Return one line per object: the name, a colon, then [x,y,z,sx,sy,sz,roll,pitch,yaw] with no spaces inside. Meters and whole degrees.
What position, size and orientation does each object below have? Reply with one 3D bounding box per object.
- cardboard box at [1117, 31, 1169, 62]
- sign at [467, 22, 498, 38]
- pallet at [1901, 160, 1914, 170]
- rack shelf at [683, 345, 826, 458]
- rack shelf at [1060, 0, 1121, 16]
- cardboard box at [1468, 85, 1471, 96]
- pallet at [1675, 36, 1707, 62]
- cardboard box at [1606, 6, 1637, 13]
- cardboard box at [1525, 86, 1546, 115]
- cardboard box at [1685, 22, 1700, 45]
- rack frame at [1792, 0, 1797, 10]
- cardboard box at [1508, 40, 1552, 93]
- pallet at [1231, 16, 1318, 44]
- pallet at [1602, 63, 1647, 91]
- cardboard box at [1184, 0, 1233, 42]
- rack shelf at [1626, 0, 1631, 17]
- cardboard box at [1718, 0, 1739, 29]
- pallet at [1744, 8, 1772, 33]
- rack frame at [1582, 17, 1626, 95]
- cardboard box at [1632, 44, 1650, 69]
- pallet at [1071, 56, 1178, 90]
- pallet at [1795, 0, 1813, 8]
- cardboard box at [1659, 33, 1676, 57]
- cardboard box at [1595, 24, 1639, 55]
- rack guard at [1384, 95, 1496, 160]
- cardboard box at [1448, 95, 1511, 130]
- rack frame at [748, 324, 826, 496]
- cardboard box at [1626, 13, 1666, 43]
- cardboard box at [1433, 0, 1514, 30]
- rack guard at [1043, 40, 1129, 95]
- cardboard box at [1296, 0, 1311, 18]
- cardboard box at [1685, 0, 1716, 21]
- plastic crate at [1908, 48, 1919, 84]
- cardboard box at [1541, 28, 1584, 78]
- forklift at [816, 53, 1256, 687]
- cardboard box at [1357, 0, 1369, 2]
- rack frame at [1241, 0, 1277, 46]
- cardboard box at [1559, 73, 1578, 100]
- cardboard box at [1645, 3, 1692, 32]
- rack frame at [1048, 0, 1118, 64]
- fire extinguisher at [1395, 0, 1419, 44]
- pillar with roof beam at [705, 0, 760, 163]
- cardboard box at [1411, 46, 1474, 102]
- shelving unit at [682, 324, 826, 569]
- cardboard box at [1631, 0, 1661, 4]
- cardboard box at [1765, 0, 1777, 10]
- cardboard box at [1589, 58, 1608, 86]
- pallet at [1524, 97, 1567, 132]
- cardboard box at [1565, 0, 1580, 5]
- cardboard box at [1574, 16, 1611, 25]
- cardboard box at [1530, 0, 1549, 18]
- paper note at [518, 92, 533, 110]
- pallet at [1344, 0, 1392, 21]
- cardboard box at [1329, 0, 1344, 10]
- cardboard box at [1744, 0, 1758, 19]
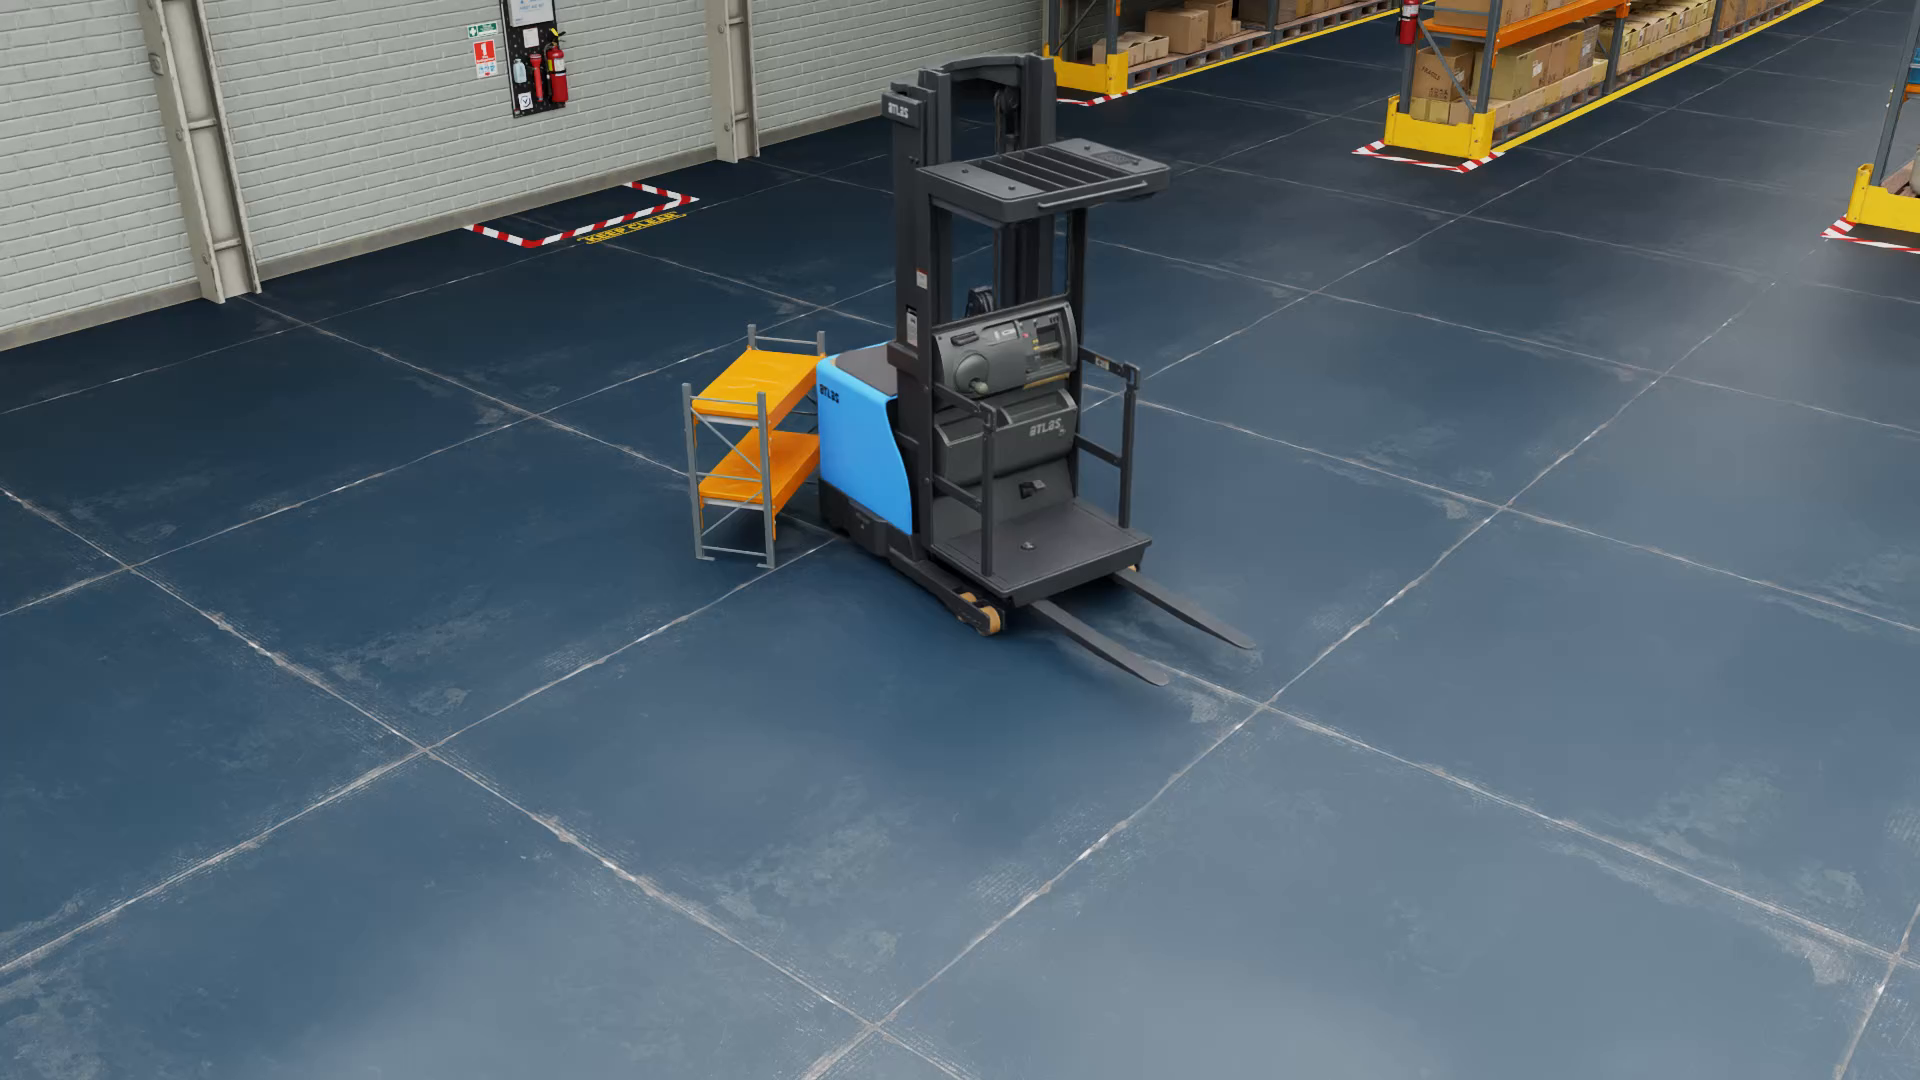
cardboard box: [2.442,-6.630,22.250,0.500,0.311,0.500,24,36,38]
sign: [-4.492,-4.801,15.651,0.001,0.109,0.331,21,34,34]
pallet: [10.523,-3.832,17.428,1.003,0.211,1.213,21,34,34]
rack shelf: [-1.215,-0.850,10.031,0.538,0.278,1.000,7,28,13]
rack shelf: [2.842,-7.598,22.455,1.077,0.370,4.000,21,34,34]
cardboard box: [5.816,-5.184,19.542,0.500,0.250,0.500,21,34,34]
pallet: [9.929,-7.079,23.704,1.003,0.211,1.213,21,34,34]
cardboard box: [8.943,-7.161,22.754,0.500,0.311,0.500,20,34,34]
cardboard box: [6.541,-5.208,19.587,0.500,0.250,0.500,21,34,34]
cardboard box: [10.011,-7.122,23.288,0.500,0.250,0.500,20,34,34]
rack frame: [13.027,-10.016,26.347,1.000,3.000,0.127,21,34,34]
cardboard box: [6.532,-5.544,19.422,0.500,0.500,0.500,21,34,34]
pallet: [4.608,-7.664,24.836,1.003,0.211,1.213,21,34,34]
pallet: [8.377,-6.214,22.032,1.003,0.211,1.213,21,34,34]
cardboard box: [3.485,-7.332,23.400,0.500,0.500,0.500,18,32,31]
rack shelf: [9.211,-7.569,22.400,1.077,0.370,4.000,21,34,34]
cardboard box: [10.993,-7.761,24.230,0.500,0.500,0.500,22,35,36]
pallet: [11.763,-8.044,25.569,1.003,0.211,1.213,21,34,34]
rack frame: [7.939,-7.180,20.864,1.000,3.000,0.127,21,34,34]
cardboard box: [8.713,-6.397,21.886,0.500,0.250,0.500,22,34,36]
pallet: [2.162,-6.274,22.149,1.003,0.211,1.213,21,34,34]
pallet: [13.465,-9.021,27.458,1.003,0.211,1.213,21,34,34]
cardboard box: [9.364,-6.761,22.590,0.500,0.250,0.500,22,34,35]
cardboard box: [8.394,-6.468,21.413,0.500,0.311,0.500,21,34,35]
rack guard: [5.379,-4.643,18.681,1.175,0.500,0.348,21,34,34]
cardboard box: [5.907,-4.852,18.900,0.500,0.250,0.500,21,34,34]
rack frame: [-1.082,-0.815,10.602,0.500,1.125,0.032,7,28,13]
cardboard box: [9.045,-6.828,22.109,0.500,0.311,0.500,19,33,33]
cardboard box: [5.701,-5.968,18.413,0.700,0.500,0.500,21,34,34]
rack guard: [1.618,-6.125,21.545,1.175,0.500,0.348,21,34,34]
cardboard box: [4.859,-8.175,25.030,0.700,0.500,0.500,20,33,33]
cardboard box: [10.340,-7.555,23.514,0.500,0.311,0.500,22,34,36]
plastic crate: [9.302,-4.512,15.868,0.499,0.251,0.616,21,34,34]
cardboard box: [7.170,-5.898,20.105,0.500,0.500,0.500,21,34,34]
forklift: [0.389,-1.022,9.036,1.130,2.935,3.031,-19,33,-32]
cardboard box: [6.240,-8.859,26.352,0.700,0.500,0.500,21,34,35]
rack frame: [4.114,-8.626,23.660,1.000,3.000,0.127,21,34,34]
cardboard box: [7.180,-5.561,20.270,0.500,0.250,0.500,21,34,34]
cardboard box: [9.691,-7.190,22.810,0.500,0.311,0.500,20,34,34]
rack frame: [1.570,-7.208,20.919,1.000,3.000,0.127,21,34,34]
fire extinguisher: [4.961,-5.821,18.322,0.296,0.674,0.183,21,34,34]
pillar with roof beam: [0.853,-6.988,13.965,9.100,9.000,0.400,21,34,34]
cardboard box: [5.506,-5.337,19.022,0.500,0.500,0.500,21,34,34]
shelving unit: [-1.215,-0.590,10.166,0.538,1.125,1.048,7,28,13]
cardboard box: [9.596,-7.524,23.454,0.500,0.311,0.500,20,33,33]
cardboard box: [12.294,-8.492,25.643,0.500,0.500,0.500,21,34,35]
cardboard box: [7.812,-5.917,20.958,0.500,0.250,0.500,21,34,34]
pallet: [6.625,-5.237,20.144,1.003,0.211,1.213,21,34,34]
cardboard box: [7.009,-6.700,19.827,0.700,0.500,0.500,21,34,35]
cardboard box: [8.301,-6.808,22.071,0.500,0.311,0.500,22,34,36]
cardboard box: [6.352,-6.330,19.112,0.700,0.500,0.500,21,34,35]
paper note: [-4.236,-4.283,16.223,0.016,0.148,0.142,21,34,34]
pallet: [6.160,-8.529,26.508,1.003,0.211,1.213,21,34,34]
cardboard box: [5.529,-8.526,25.708,0.700,0.500,0.500,21,34,34]
cardboard box: [11.645,-8.125,24.933,0.500,0.500,0.500,20,34,34]
